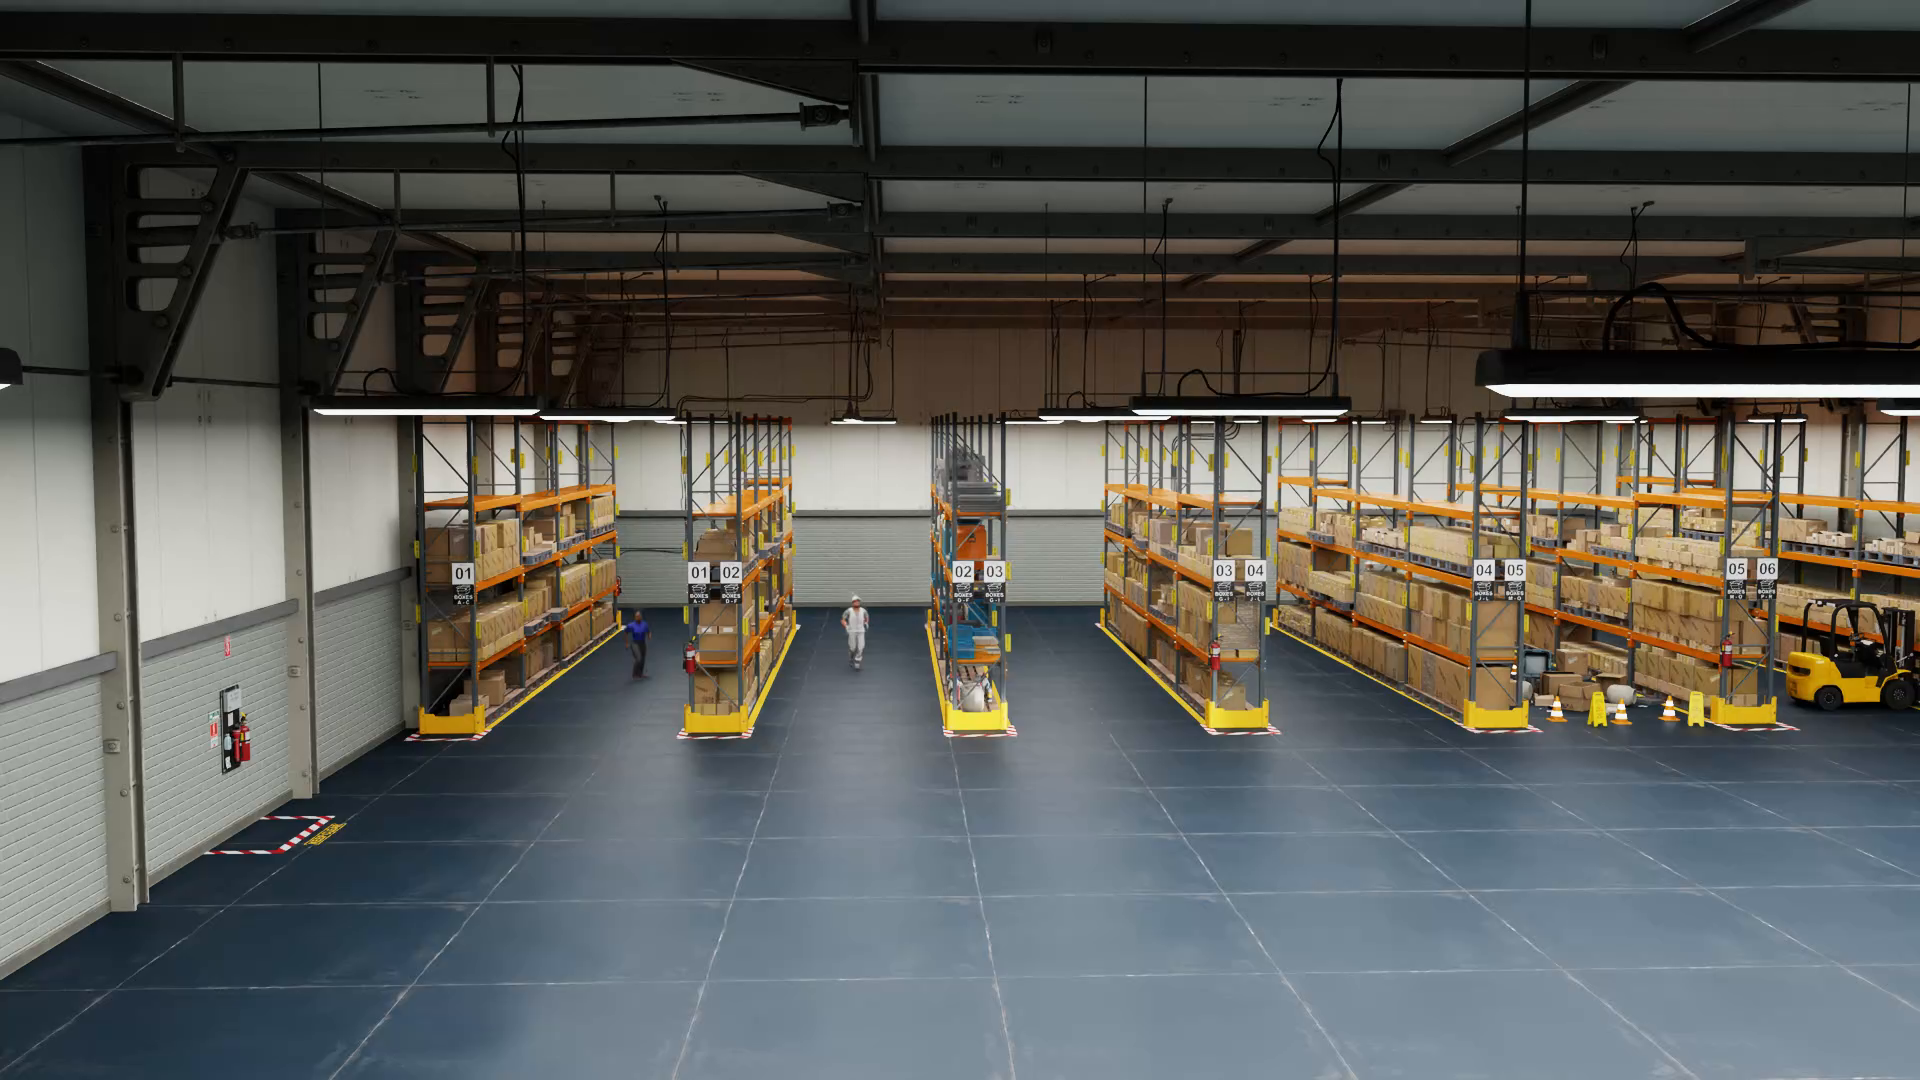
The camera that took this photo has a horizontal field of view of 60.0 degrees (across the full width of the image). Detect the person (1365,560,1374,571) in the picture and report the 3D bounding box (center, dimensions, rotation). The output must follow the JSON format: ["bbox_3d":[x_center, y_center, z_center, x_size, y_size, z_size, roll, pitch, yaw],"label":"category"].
[{"bbox_3d":[12.065,1.488,49.059,0.845,1.817,0.643,-1,4,-10],"label":"person"}]

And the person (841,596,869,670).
[{"bbox_3d":[-2.438,2.191,39.055,0.654,1.742,0.586,-1,4,-10],"label":"person"}]

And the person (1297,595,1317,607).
[{"bbox_3d":[10.424,1.438,49.897,0.865,1.844,0.676,-3,5,-40],"label":"person"}]

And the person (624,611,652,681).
[{"bbox_3d":[-7.226,2.407,37.653,0.805,1.629,0.605,4,5,45],"label":"person"}]
